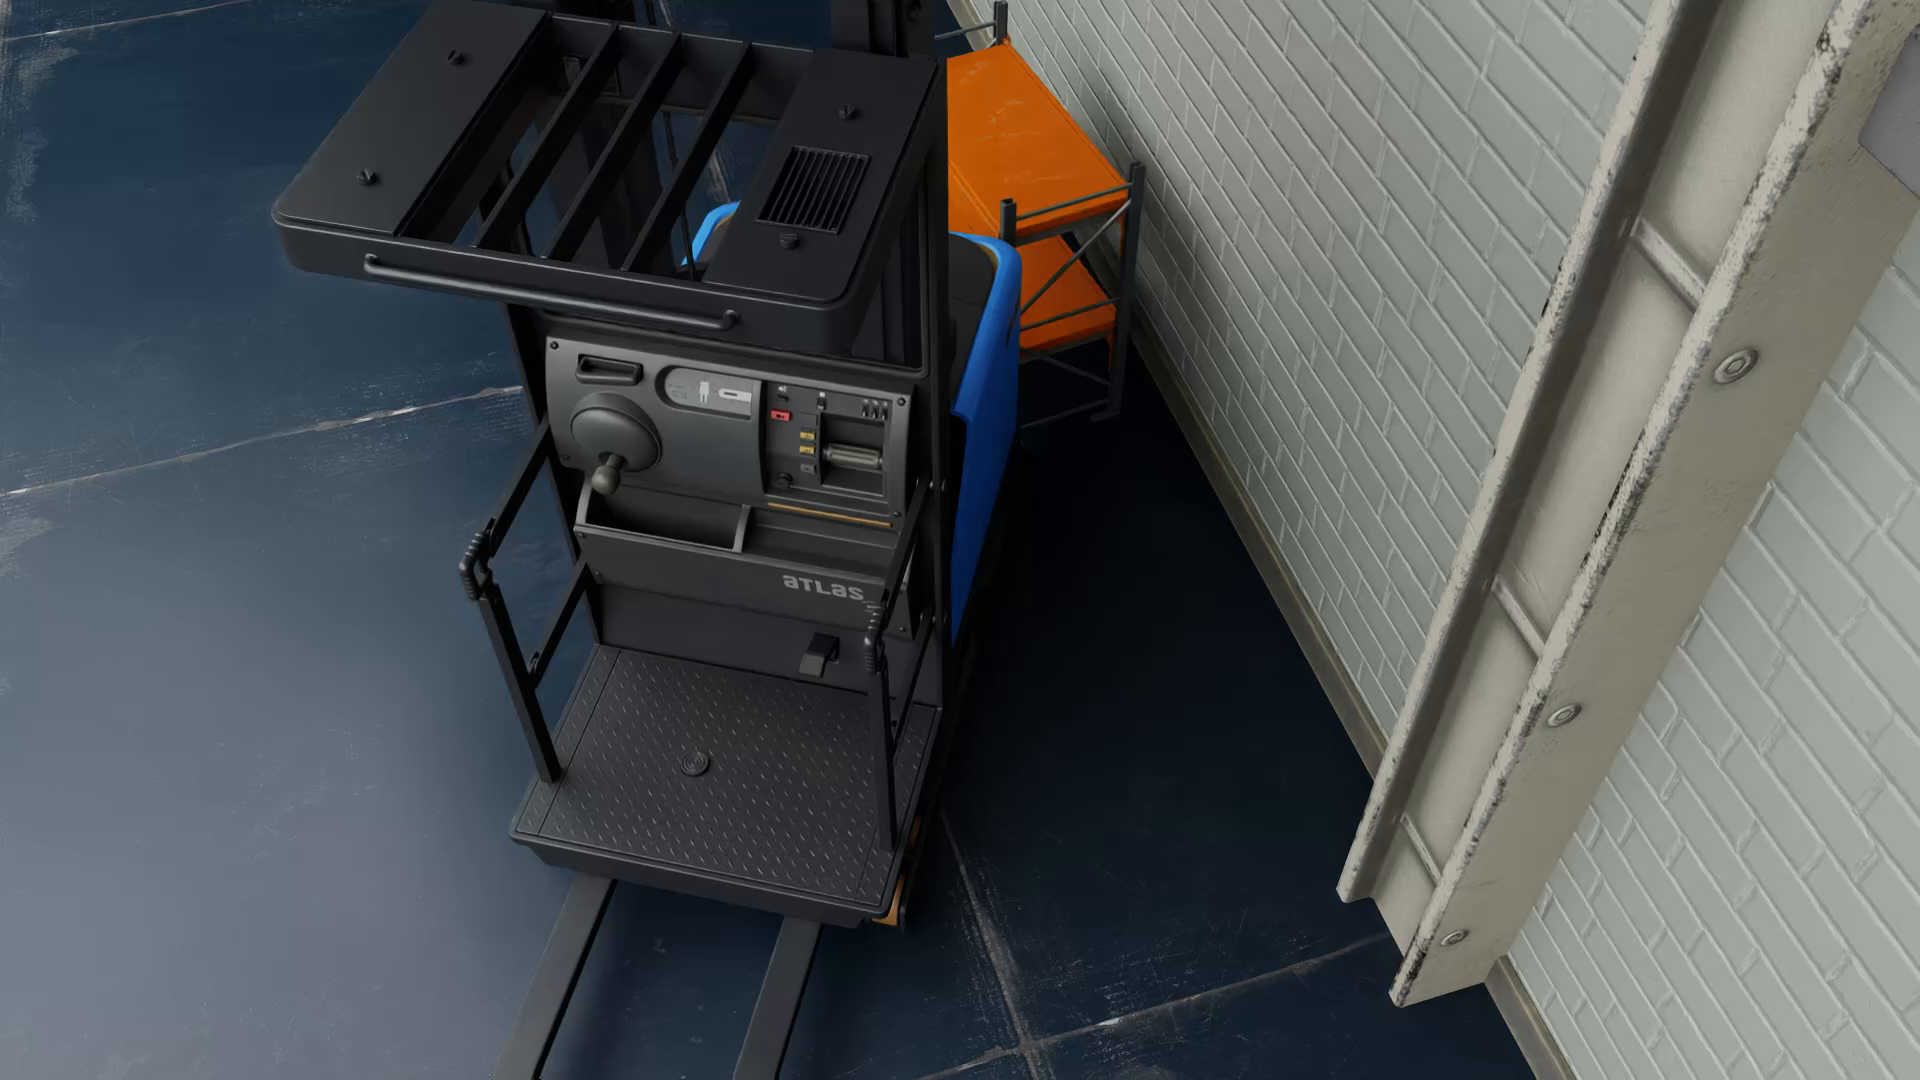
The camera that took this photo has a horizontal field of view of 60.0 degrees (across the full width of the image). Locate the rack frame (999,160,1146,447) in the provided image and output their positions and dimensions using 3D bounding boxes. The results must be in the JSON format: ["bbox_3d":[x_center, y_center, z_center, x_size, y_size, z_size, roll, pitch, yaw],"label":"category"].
[{"bbox_3d":[0.358,-0.761,5.656,0.500,1.125,0.032,-19,53,-16],"label":"rack frame"}]

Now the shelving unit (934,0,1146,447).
[{"bbox_3d":[0.147,-1.115,5.954,0.538,1.125,1.048,-19,53,-16],"label":"shelving unit"}]

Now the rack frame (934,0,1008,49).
[{"bbox_3d":[-0.064,-1.469,6.252,0.500,1.125,0.032,-19,53,-16],"label":"rack frame"}]

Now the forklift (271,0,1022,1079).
[{"bbox_3d":[-0.620,-0.161,3.968,1.130,2.935,3.031,10,51,8],"label":"forklift"}]

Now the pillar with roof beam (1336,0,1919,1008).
[{"bbox_3d":[-2.803,-0.798,0.537,9.100,9.000,0.400,-13,51,-11],"label":"pillar with roof beam"}]

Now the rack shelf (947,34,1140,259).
[{"bbox_3d":[0.147,-1.304,5.730,0.538,0.278,1.000,-19,53,-16],"label":"rack shelf"}]

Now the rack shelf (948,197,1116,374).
[{"bbox_3d":[0.147,-0.957,6.141,0.538,0.278,1.000,-19,53,-16],"label":"rack shelf"}]
